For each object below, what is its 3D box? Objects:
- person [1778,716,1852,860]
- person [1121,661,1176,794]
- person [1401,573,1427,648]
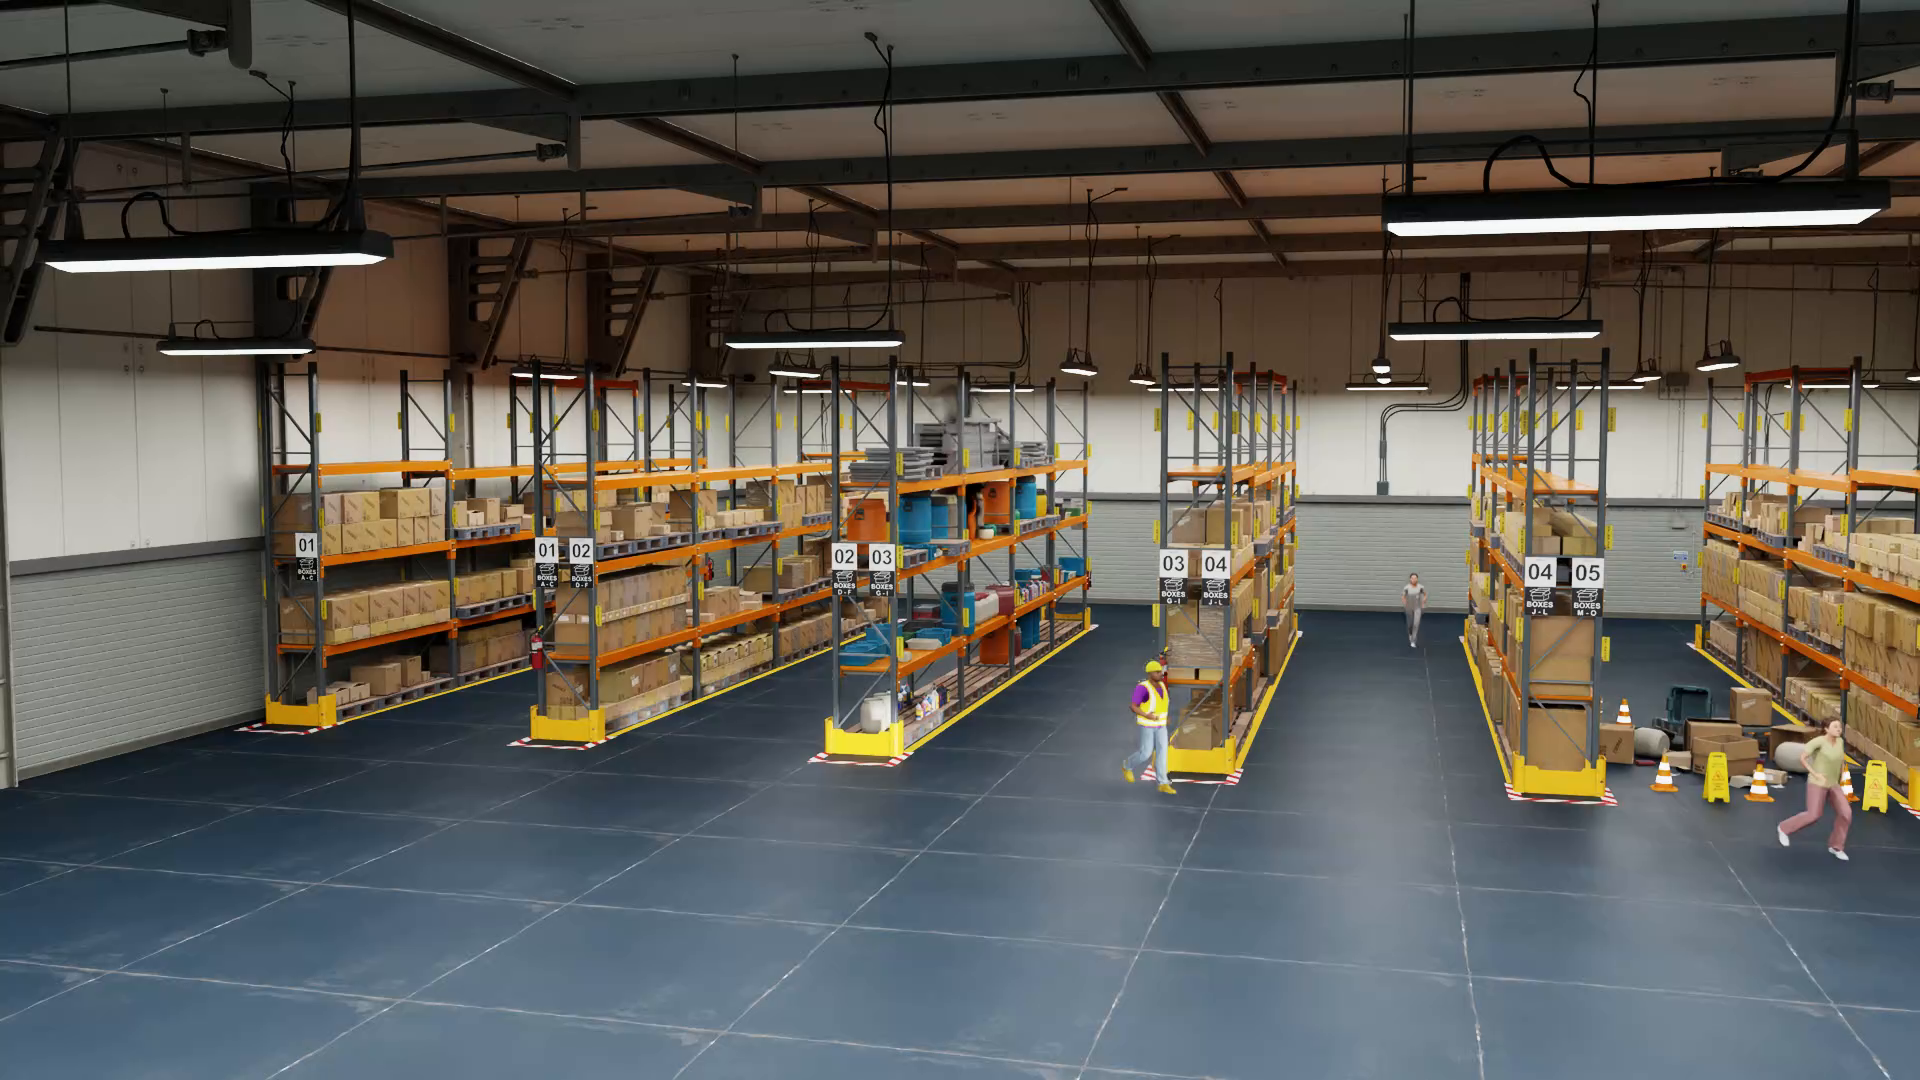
[{"bbox_3d":[10.012,2.850,19.357,0.637,1.666,0.768,-2,4,-26],"label":"person"},{"bbox_3d":[2.599,2.517,22.557,0.689,1.754,0.979,-3,5,-38],"label":"person"},{"bbox_3d":[10.186,1.556,37.307,0.553,1.647,0.820,1,4,16],"label":"person"}]
